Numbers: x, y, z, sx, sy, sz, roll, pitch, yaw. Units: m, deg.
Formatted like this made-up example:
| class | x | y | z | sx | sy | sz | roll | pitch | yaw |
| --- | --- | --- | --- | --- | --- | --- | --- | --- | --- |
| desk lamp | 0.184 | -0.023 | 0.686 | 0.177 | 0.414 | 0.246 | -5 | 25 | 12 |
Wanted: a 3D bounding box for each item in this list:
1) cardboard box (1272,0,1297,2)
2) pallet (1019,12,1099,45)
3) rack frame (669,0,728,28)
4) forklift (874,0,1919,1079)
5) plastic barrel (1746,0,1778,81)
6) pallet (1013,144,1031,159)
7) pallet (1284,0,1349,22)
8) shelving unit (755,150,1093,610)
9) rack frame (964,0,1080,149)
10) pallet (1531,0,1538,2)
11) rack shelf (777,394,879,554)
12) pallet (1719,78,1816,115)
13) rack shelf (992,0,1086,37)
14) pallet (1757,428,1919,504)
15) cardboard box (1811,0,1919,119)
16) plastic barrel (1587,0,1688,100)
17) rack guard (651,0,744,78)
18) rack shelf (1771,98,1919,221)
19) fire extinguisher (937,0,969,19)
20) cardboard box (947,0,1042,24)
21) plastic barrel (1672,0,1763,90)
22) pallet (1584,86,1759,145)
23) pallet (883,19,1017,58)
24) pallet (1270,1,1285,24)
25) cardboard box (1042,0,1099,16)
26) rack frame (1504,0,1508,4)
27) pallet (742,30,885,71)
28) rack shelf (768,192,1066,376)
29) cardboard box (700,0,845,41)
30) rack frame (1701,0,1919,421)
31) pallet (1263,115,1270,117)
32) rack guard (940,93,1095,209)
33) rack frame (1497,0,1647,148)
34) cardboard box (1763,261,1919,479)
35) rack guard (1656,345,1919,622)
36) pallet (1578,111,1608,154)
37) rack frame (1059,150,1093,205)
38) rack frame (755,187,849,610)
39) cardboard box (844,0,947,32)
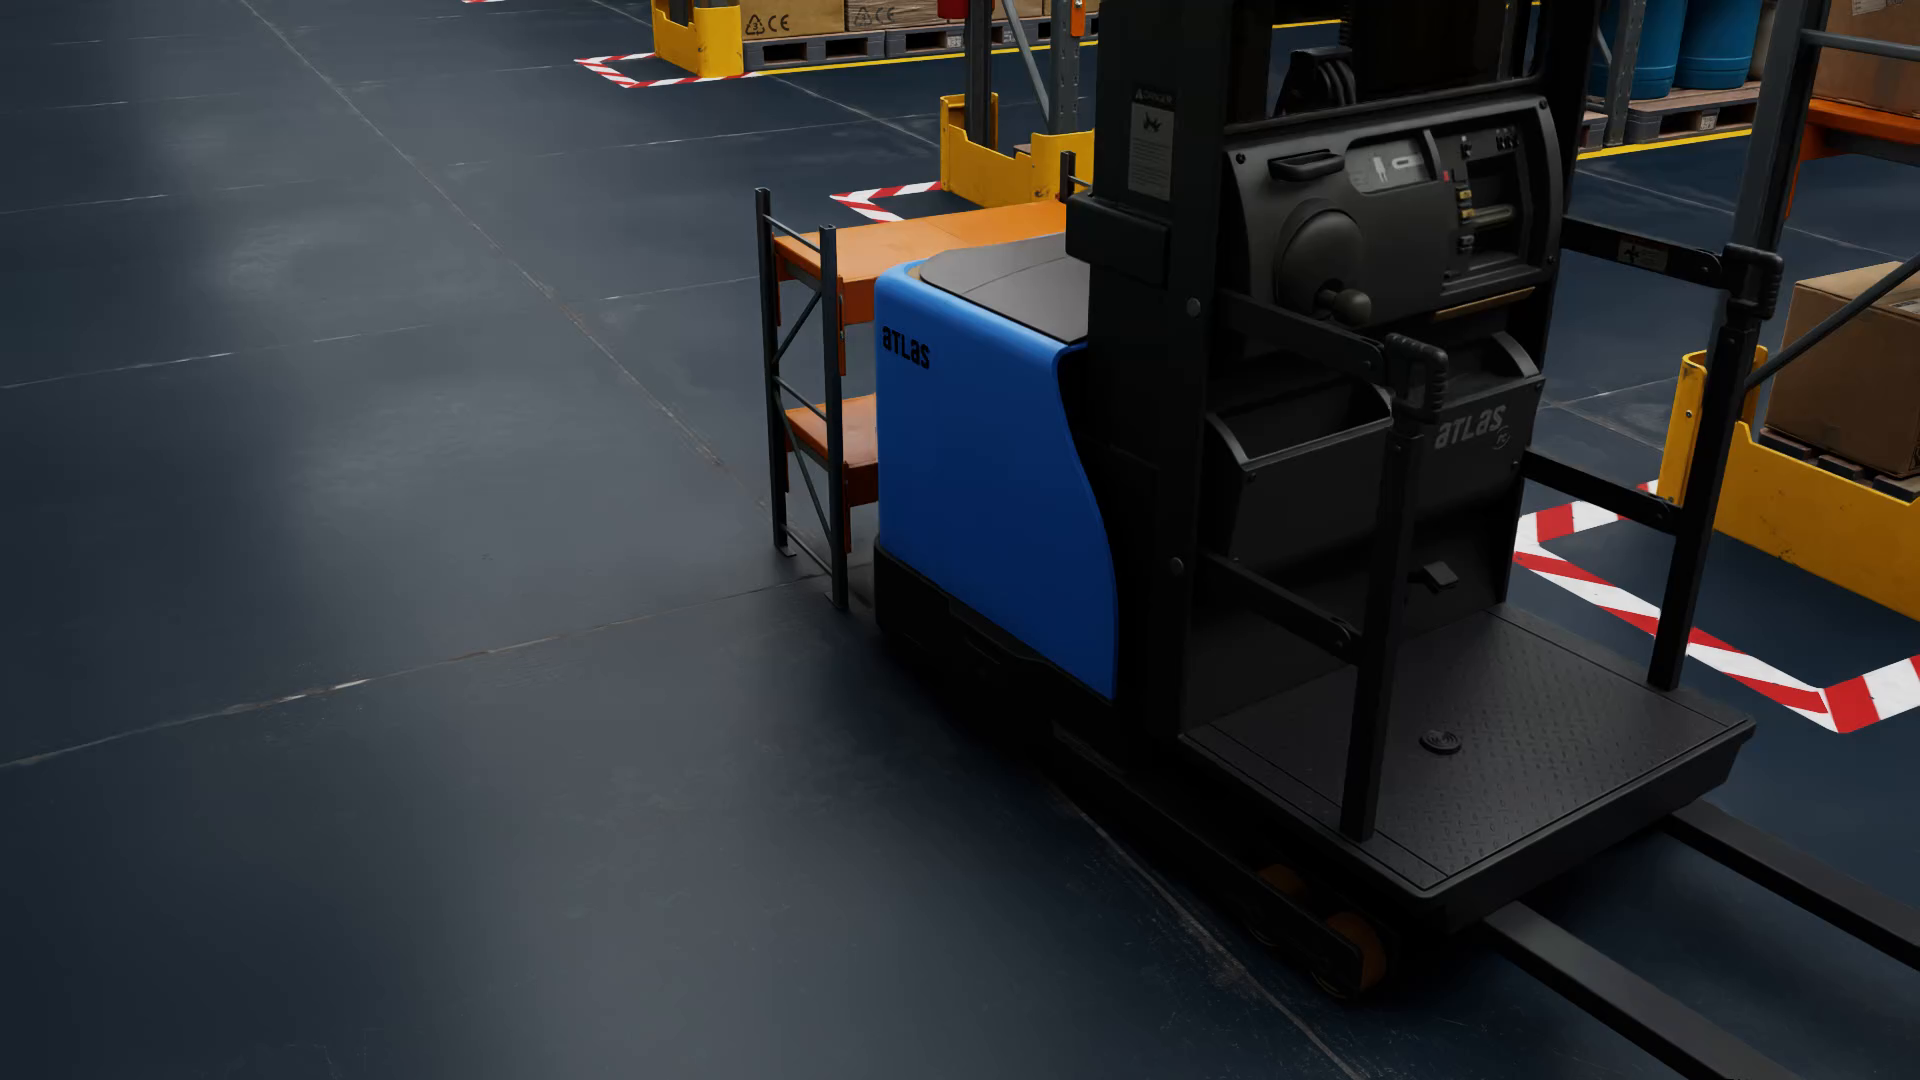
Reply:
| class | x | y | z | sx | sy | sz | roll | pitch | yaw |
| --- | --- | --- | --- | --- | --- | --- | --- | --- | --- |
| cardboard box | 2.853 | -5.431 | 15.067 | 0.875 | 0.875 | 1.225 | -14 | 29 | -27 |
| pallet | 0.801 | -4.498 | 14.374 | 1.213 | 0.211 | 1.003 | -13 | 29 | -25 |
| rack frame | -2.020 | -5.065 | 12.334 | 0.127 | 3.000 | 1.000 | -13 | 29 | -25 |
| forklift | 1.021 | -0.641 | 3.200 | 1.130 | 2.935 | 3.031 | -17 | 30 | -31 |
| plastic barrel | 5.493 | -3.385 | 11.224 | 0.421 | 0.512 | 0.421 | 0 | 26 | 0 |
| pallet | 1.056 | -2.069 | 9.316 | 1.213 | 0.211 | 1.003 | -13 | 29 | -25 |
| pallet | 3.232 | -5.059 | 15.542 | 1.213 | 0.211 | 1.003 | -13 | 29 | -25 |
| shelving unit | -0.006 | -0.506 | 5.004 | 1.048 | 1.125 | 0.538 | -13 | 29 | -25 |
| rack frame | 0.310 | -3.173 | 8.394 | 0.127 | 3.000 | 1.000 | -13 | 29 | -25 |
| pallet | 5.729 | -5.596 | 16.661 | 1.213 | 0.211 | 1.003 | -13 | 29 | -25 |
| rack shelf | -0.006 | -0.285 | 5.110 | 1.000 | 0.278 | 0.538 | -13 | 29 | -25 |
| pallet | 5.618 | -3.122 | 11.509 | 1.213 | 0.211 | 1.003 | -13 | 29 | -25 |
| rack shelf | 2.075 | -3.256 | 9.398 | 4.000 | 0.370 | 1.077 | -13 | 29 | -25 |
| pallet | 3.408 | -0.202 | 5.427 | 1.213 | 0.211 | 1.003 | -13 | 29 | -25 |
| cardboard box | 2.905 | -1.521 | 4.837 | 0.500 | 0.500 | 0.500 | -12 | 28 | -24 |
| plastic barrel | 4.328 | -3.336 | 10.671 | 0.708 | 0.901 | 0.600 | -13 | 29 | -25 |
| rack guard | -2.041 | -3.933 | 12.864 | 0.348 | 0.500 | 1.175 | -13 | 29 | -25 |
| rack shelf | 4.403 | -1.364 | 5.456 | 4.000 | 0.370 | 1.077 | -13 | 29 | -25 |
| fire extinguisher | -0.037 | -3.113 | 8.789 | 0.183 | 0.674 | 0.296 | -13 | 29 | -25 |
| cardboard box | 0.095 | -4.824 | 13.801 | 0.875 | 0.875 | 0.875 | -13 | 29 | -25 |
| plastic barrel | 4.953 | -3.480 | 10.972 | 0.708 | 0.901 | 0.600 | -13 | 29 | -25 |
| pallet | 4.540 | -2.872 | 10.988 | 1.213 | 0.211 | 1.003 | -13 | 29 | -25 |
| pallet | -0.276 | -4.247 | 13.853 | 1.213 | 0.211 | 1.003 | -13 | 29 | -25 |
| pallet | 2.155 | -4.808 | 15.021 | 1.213 | 0.211 | 1.003 | -13 | 29 | -25 |
| cardboard box | 0.889 | -5.007 | 14.183 | 0.875 | 0.875 | 0.875 | -13 | 29 | -25 |
| rack frame | 5.039 | -6.694 | 15.727 | 0.127 | 3.000 | 1.000 | -13 | 29 | -25 |
| pallet | -1.352 | -4.001 | 13.339 | 1.213 | 0.211 | 1.003 | -13 | 29 | -25 |
| rack shelf | -0.006 | -0.770 | 4.877 | 1.000 | 0.278 | 0.538 | -13 | 29 | -25 |
| cardboard box | -1.493 | -4.457 | 13.038 | 0.875 | 0.875 | 0.875 | -13 | 29 | -25 |
| rack frame | 2.638 | -1.281 | 4.452 | 0.127 | 3.000 | 1.000 | -13 | 29 | -25 |
| pallet | 2.131 | -2.316 | 9.830 | 1.213 | 0.211 | 1.003 | -13 | 29 | -25 |
| rack guard | 0.295 | -2.037 | 8.914 | 0.348 | 0.500 | 1.175 | -13 | 29 | -25 |
| rack frame | 3.840 | -3.988 | 10.091 | 0.127 | 3.000 | 1.000 | -13 | 29 | -25 |
| cardboard box | 3.002 | -0.557 | 5.325 | 0.500 | 0.500 | 0.500 | -13 | 29 | -25 |
| rack guard | 2.705 | -0.169 | 5.025 | 0.348 | 0.500 | 1.175 | -13 | 29 | -25 |
| pallet | 3.209 | -2.566 | 10.351 | 1.213 | 0.211 | 1.003 | -13 | 29 | -25 |
| rack frame | 0.443 | -0.609 | 5.219 | 0.032 | 1.125 | 0.500 | -13 | 29 | -25 |
| rack frame | -0.454 | -0.402 | 4.788 | 0.032 | 1.125 | 0.500 | -13 | 29 | -25 |
| cardboard box | -0.690 | -4.643 | 13.424 | 0.875 | 0.875 | 0.875 | -13 | 29 | -25 |
